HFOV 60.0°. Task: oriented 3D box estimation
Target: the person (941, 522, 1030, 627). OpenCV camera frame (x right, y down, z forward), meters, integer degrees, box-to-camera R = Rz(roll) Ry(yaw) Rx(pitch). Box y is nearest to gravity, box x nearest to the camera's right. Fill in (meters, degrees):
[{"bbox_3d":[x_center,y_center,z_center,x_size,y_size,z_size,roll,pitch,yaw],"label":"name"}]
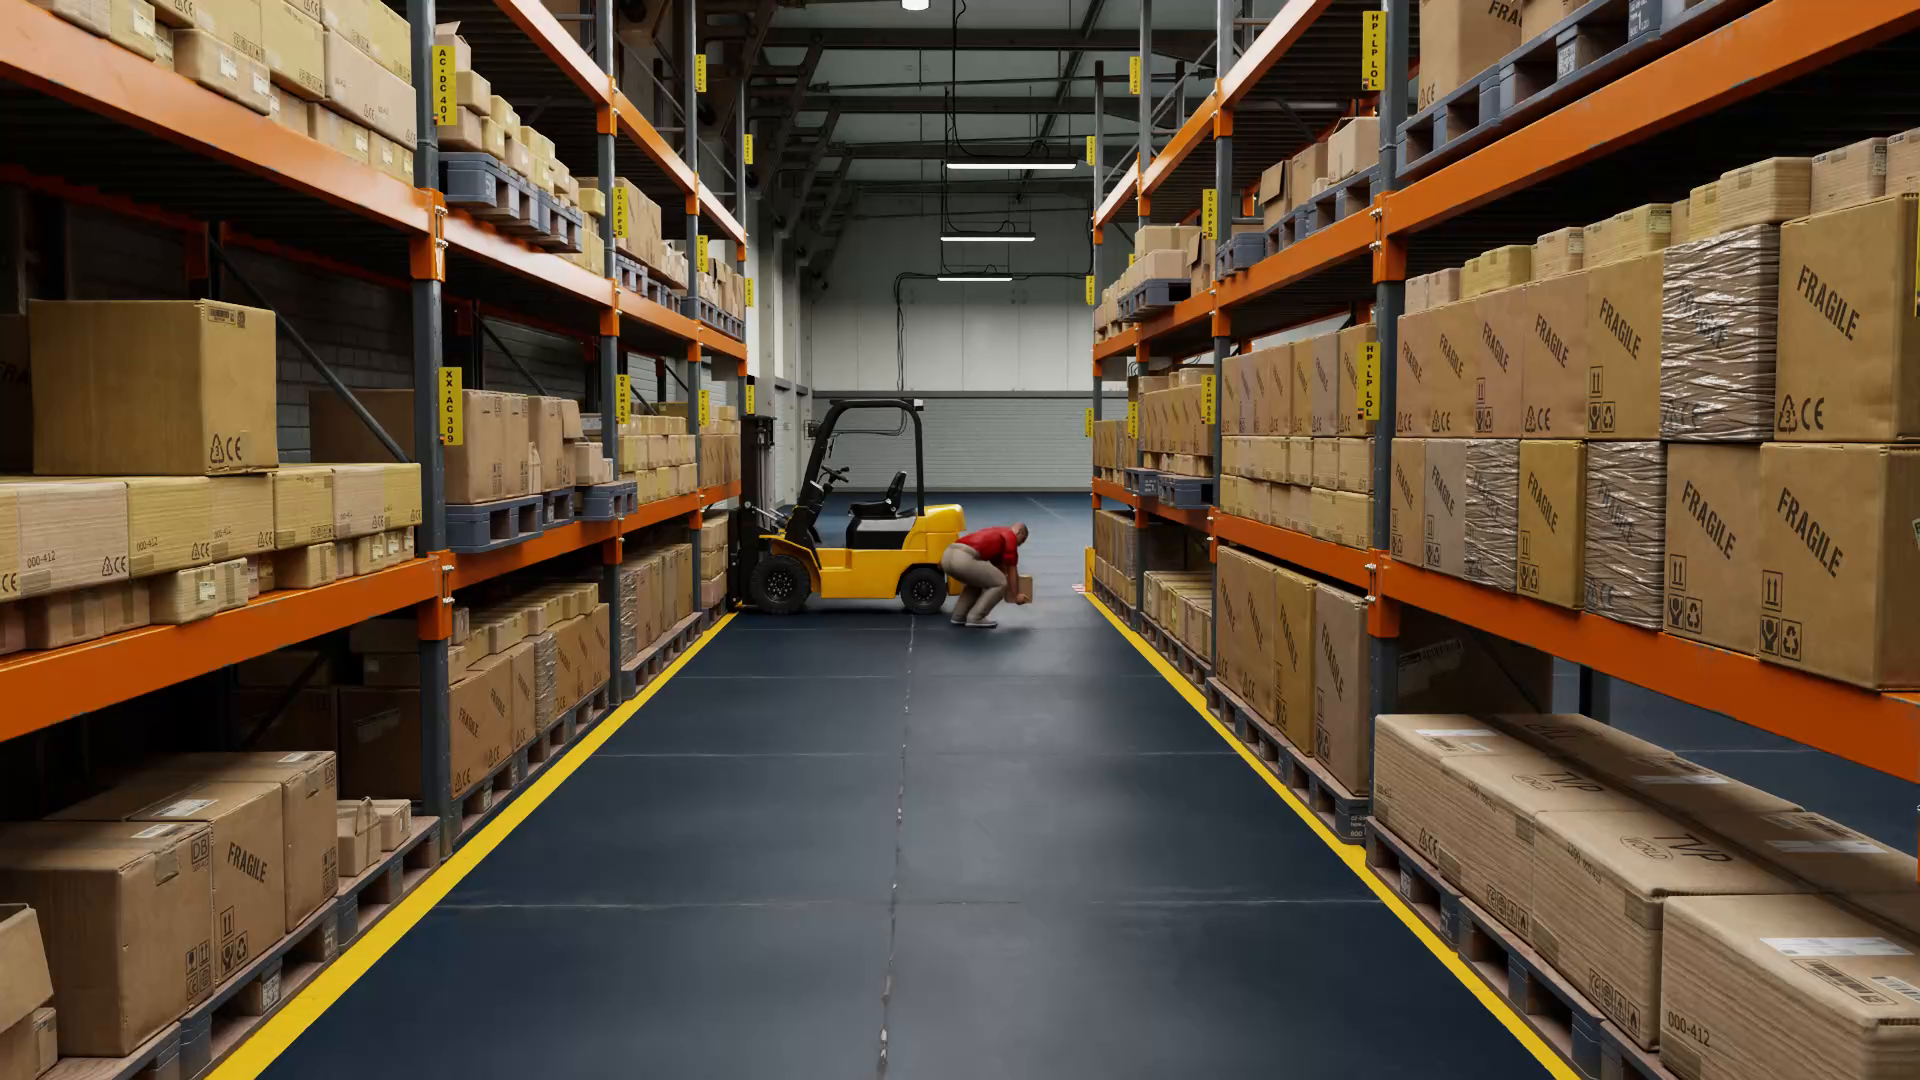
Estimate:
[{"bbox_3d":[0.276,0.325,15.778,0.965,0.967,0.544,-2,4,-31],"label":"person"}]
